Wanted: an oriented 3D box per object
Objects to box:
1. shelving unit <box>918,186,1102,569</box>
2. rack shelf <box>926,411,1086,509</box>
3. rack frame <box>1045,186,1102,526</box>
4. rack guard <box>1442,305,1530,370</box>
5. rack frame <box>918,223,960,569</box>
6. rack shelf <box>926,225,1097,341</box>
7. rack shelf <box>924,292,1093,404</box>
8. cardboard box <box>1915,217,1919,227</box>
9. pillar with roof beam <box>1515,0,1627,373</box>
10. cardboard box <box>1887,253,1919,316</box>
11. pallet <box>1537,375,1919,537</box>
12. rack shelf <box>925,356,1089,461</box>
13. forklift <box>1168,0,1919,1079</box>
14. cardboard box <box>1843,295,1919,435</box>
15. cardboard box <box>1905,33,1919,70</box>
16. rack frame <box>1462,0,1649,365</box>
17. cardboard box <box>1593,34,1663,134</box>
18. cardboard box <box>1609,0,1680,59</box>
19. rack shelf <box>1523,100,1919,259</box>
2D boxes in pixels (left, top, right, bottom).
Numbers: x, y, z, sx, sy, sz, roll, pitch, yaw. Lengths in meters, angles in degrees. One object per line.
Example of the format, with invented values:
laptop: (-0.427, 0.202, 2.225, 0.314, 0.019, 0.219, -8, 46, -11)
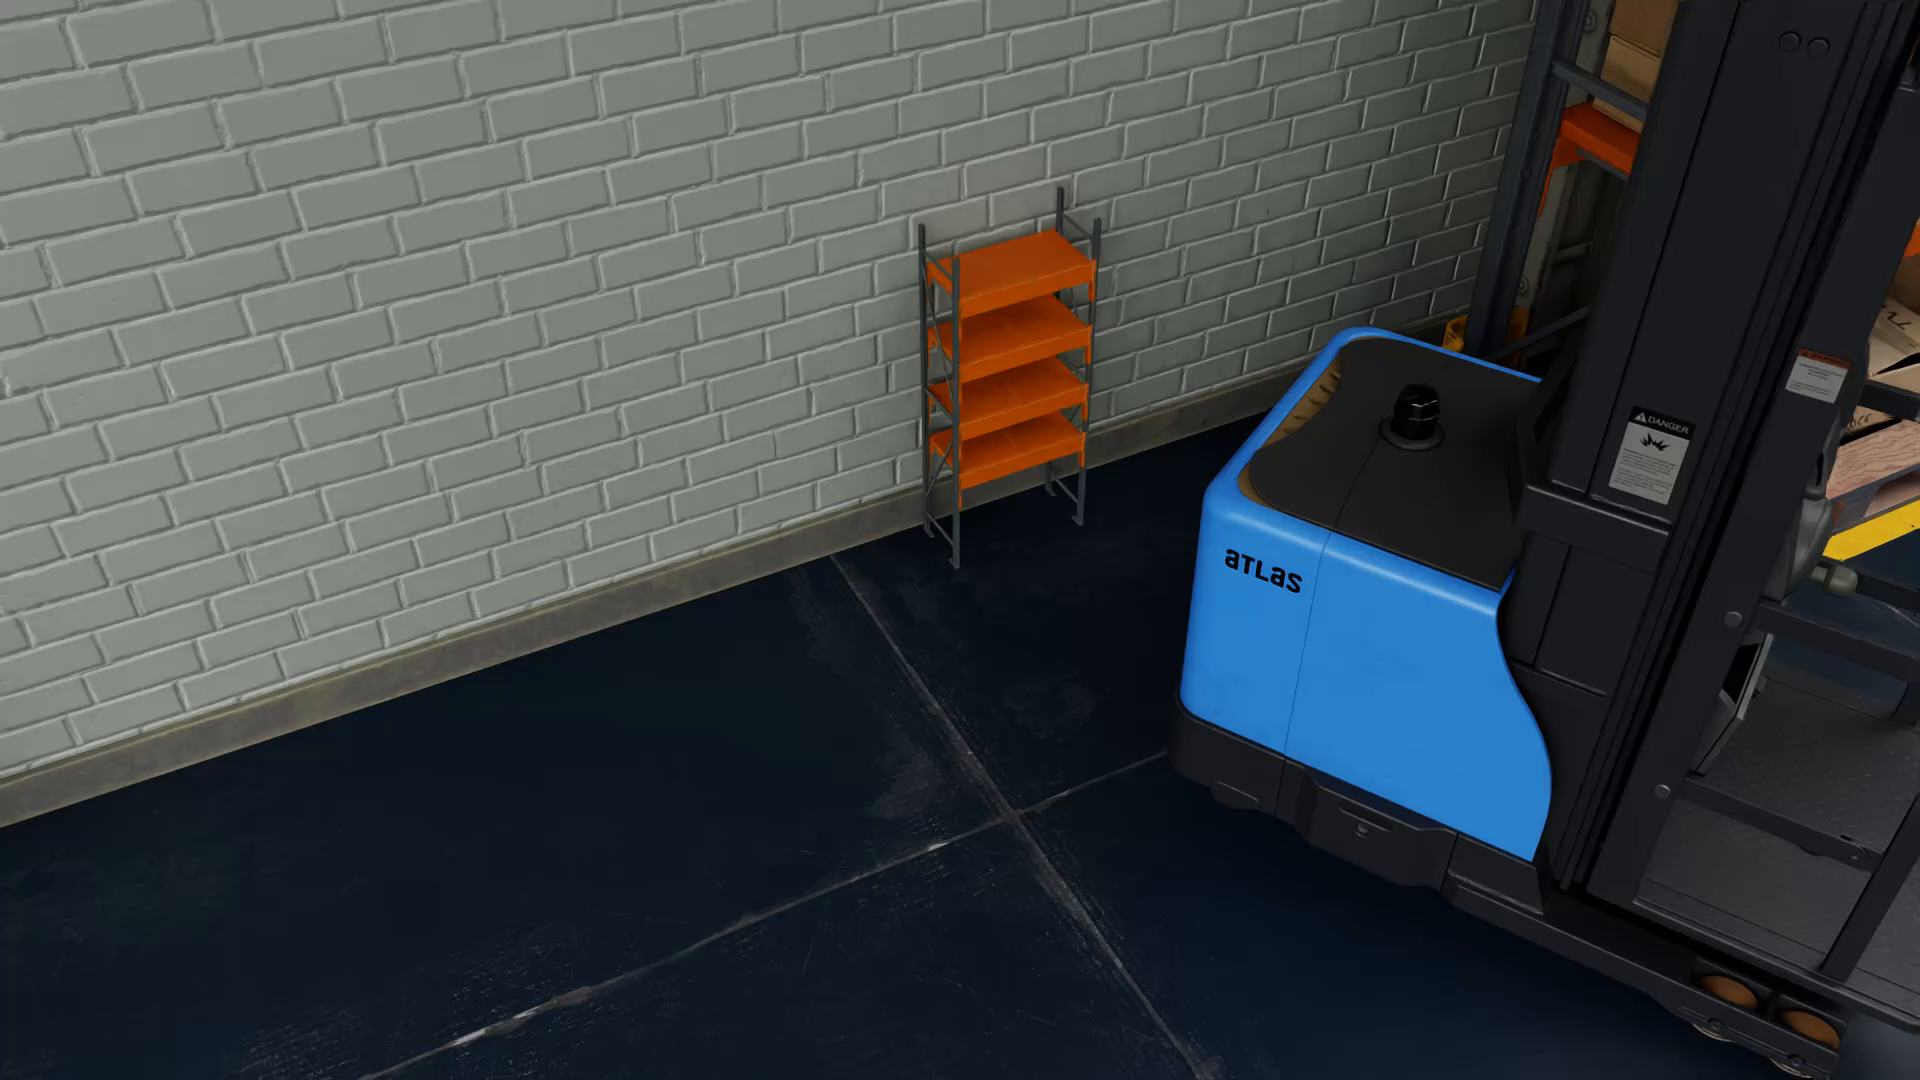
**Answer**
shelving unit: (0.152, -0.503, 5.416, 0.503, 1.200, 0.258, -19, 44, -21)
rack shelf: (0.152, -0.300, 5.588, 0.480, 0.148, 0.258, -19, 44, -21)
rack frame: (0.367, -0.577, 5.503, 0.015, 1.200, 0.240, -19, 44, -21)
rack guard: (2.116, -0.288, 5.703, 0.348, 0.500, 1.175, -19, 44, -21)
rack frame: (-0.064, -0.429, 5.328, 0.015, 1.200, 0.240, -19, 44, -21)
rack shelf: (0.152, -0.803, 5.162, 0.480, 0.148, 0.258, -19, 44, -21)
rack shelf: (0.152, -0.623, 5.315, 0.480, 0.148, 0.258, -19, 44, -21)
cardboard box: (2.628, -1.133, 4.868, 0.500, 0.250, 0.500, -20, 44, -22)
pillar with roof beam: (4.258, -1.747, 0.849, 0.400, 9.000, 9.100, -19, 44, -21)
cardboard box: (3.883, -0.949, 6.143, 0.500, 0.500, 0.700, -21, 45, -23)
pallet: (2.853, -0.400, 6.059, 1.213, 0.211, 1.003, -19, 44, -21)
rack shelf: (0.152, -0.452, 5.459, 0.480, 0.148, 0.258, -19, 44, -21)
forklift: (2.130, -0.172, 3.684, 3.031, 2.935, 1.130, 22, 45, 24)
cardboard box: (3.209, -0.686, 5.979, 0.500, 0.311, 0.500, -15, 43, -17)
cardboard box: (2.611, -1.426, 4.633, 0.500, 0.500, 0.500, -19, 44, -21)
rack frame: (2.048, -1.219, 4.869, 0.127, 3.000, 1.000, -19, 44, -21)
cardboard box: (2.373, -1.420, 5.207, 0.500, 0.250, 0.500, -18, 43, -20)
cardboard box: (2.368, -1.718, 4.979, 0.500, 0.500, 0.500, -19, 44, -21)
rack shelf: (3.822, -1.542, 5.806, 4.000, 0.370, 1.077, -19, 44, -21)
